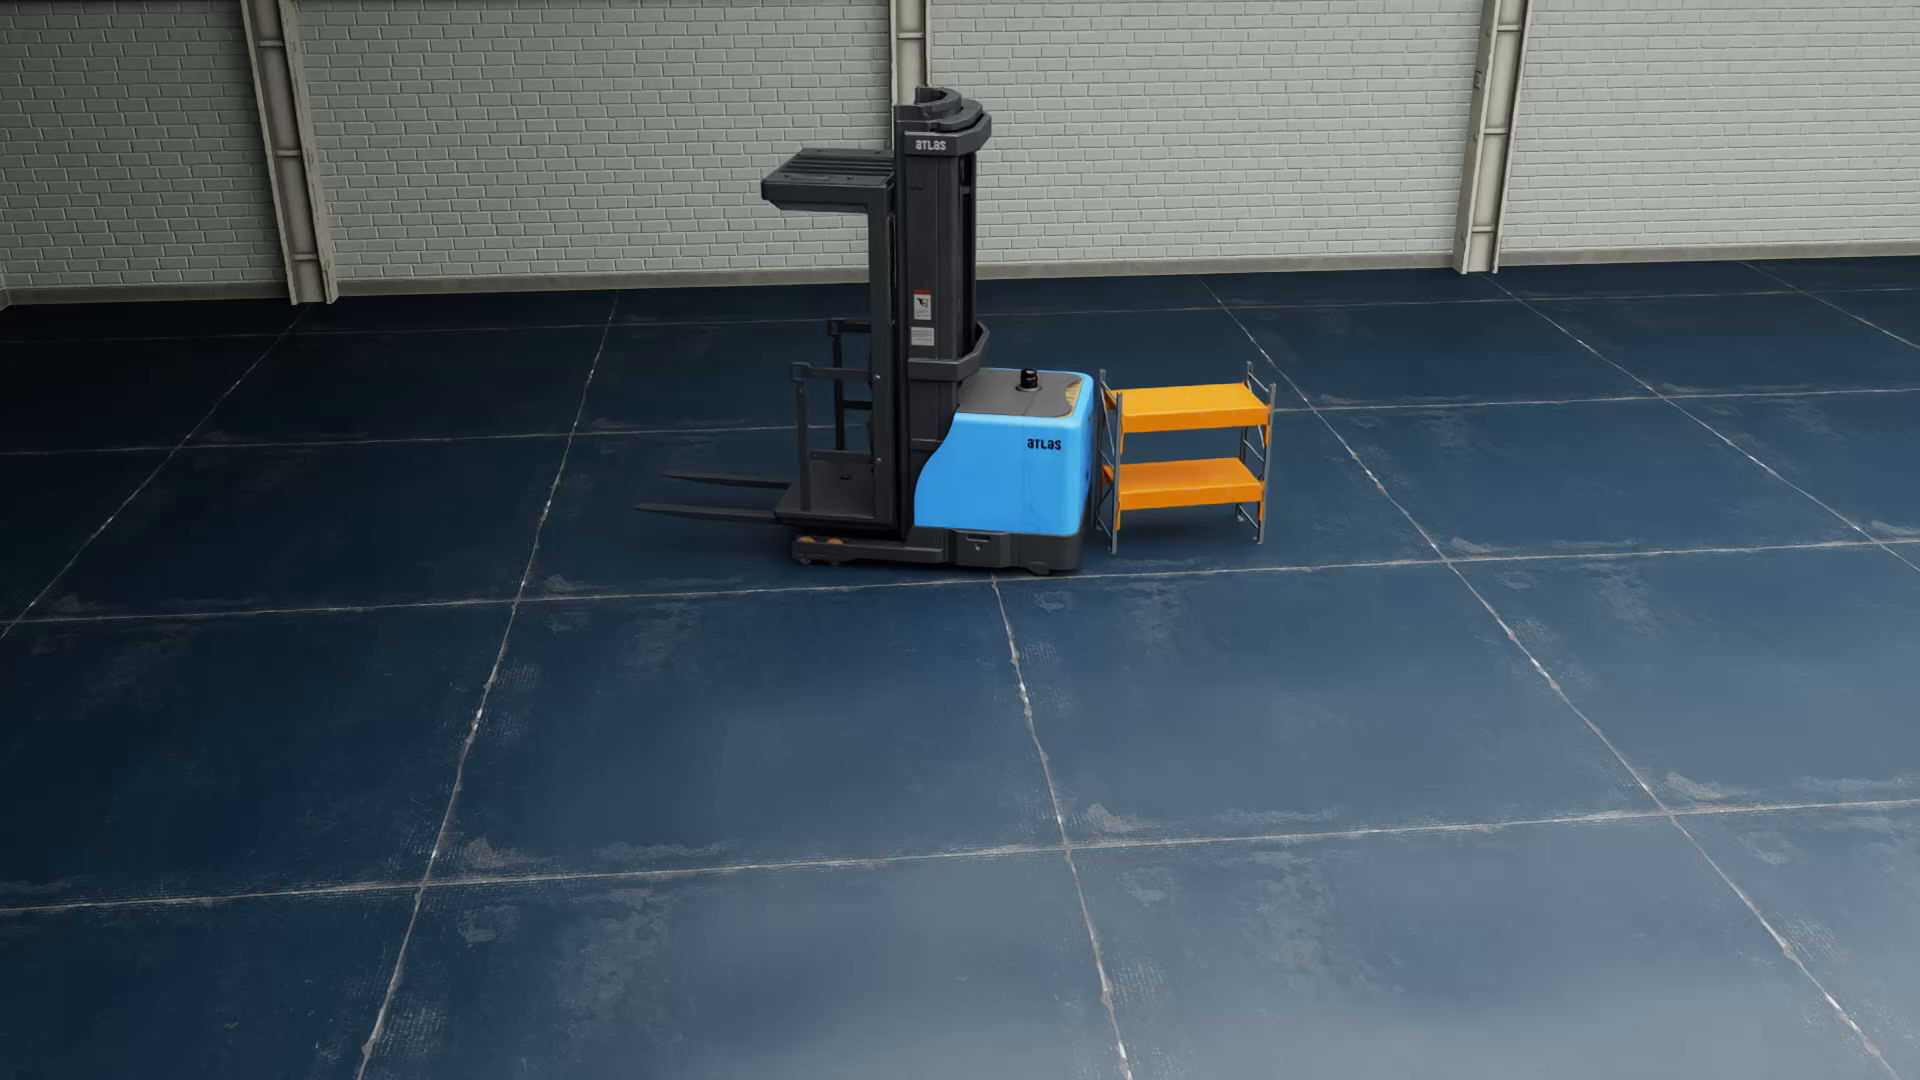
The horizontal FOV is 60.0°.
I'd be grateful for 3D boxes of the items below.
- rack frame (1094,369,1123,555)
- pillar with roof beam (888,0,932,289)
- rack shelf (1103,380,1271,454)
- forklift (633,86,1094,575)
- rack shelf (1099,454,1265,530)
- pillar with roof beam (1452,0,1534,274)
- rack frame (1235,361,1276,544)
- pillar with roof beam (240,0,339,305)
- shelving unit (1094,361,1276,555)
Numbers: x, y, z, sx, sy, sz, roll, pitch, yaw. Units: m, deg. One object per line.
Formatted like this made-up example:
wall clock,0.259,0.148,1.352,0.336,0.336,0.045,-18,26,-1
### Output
rack frame,0.980,-0.516,11.026,0.032,1.125,0.500,-4,24,-9
pillar with roof beam,-0.065,-5.016,11.455,0.400,9.000,9.100,-2,24,-5
rack shelf,1.481,-0.818,10.986,1.000,0.278,0.538,-4,24,-9
forklift,-0.657,-1.385,10.757,3.031,2.935,1.130,4,24,9
rack shelf,1.481,-0.328,11.204,1.000,0.278,0.538,-4,24,-9
pillar with roof beam,5.906,-5.255,11.994,0.400,9.000,9.100,-2,24,-5
rack frame,1.982,-0.586,11.183,0.032,1.125,0.500,-4,24,-9
pillar with roof beam,-6.036,-4.776,10.916,0.400,9.000,9.100,-2,24,-5
shelving unit,1.481,-0.551,11.105,1.048,1.125,0.538,-4,24,-9
